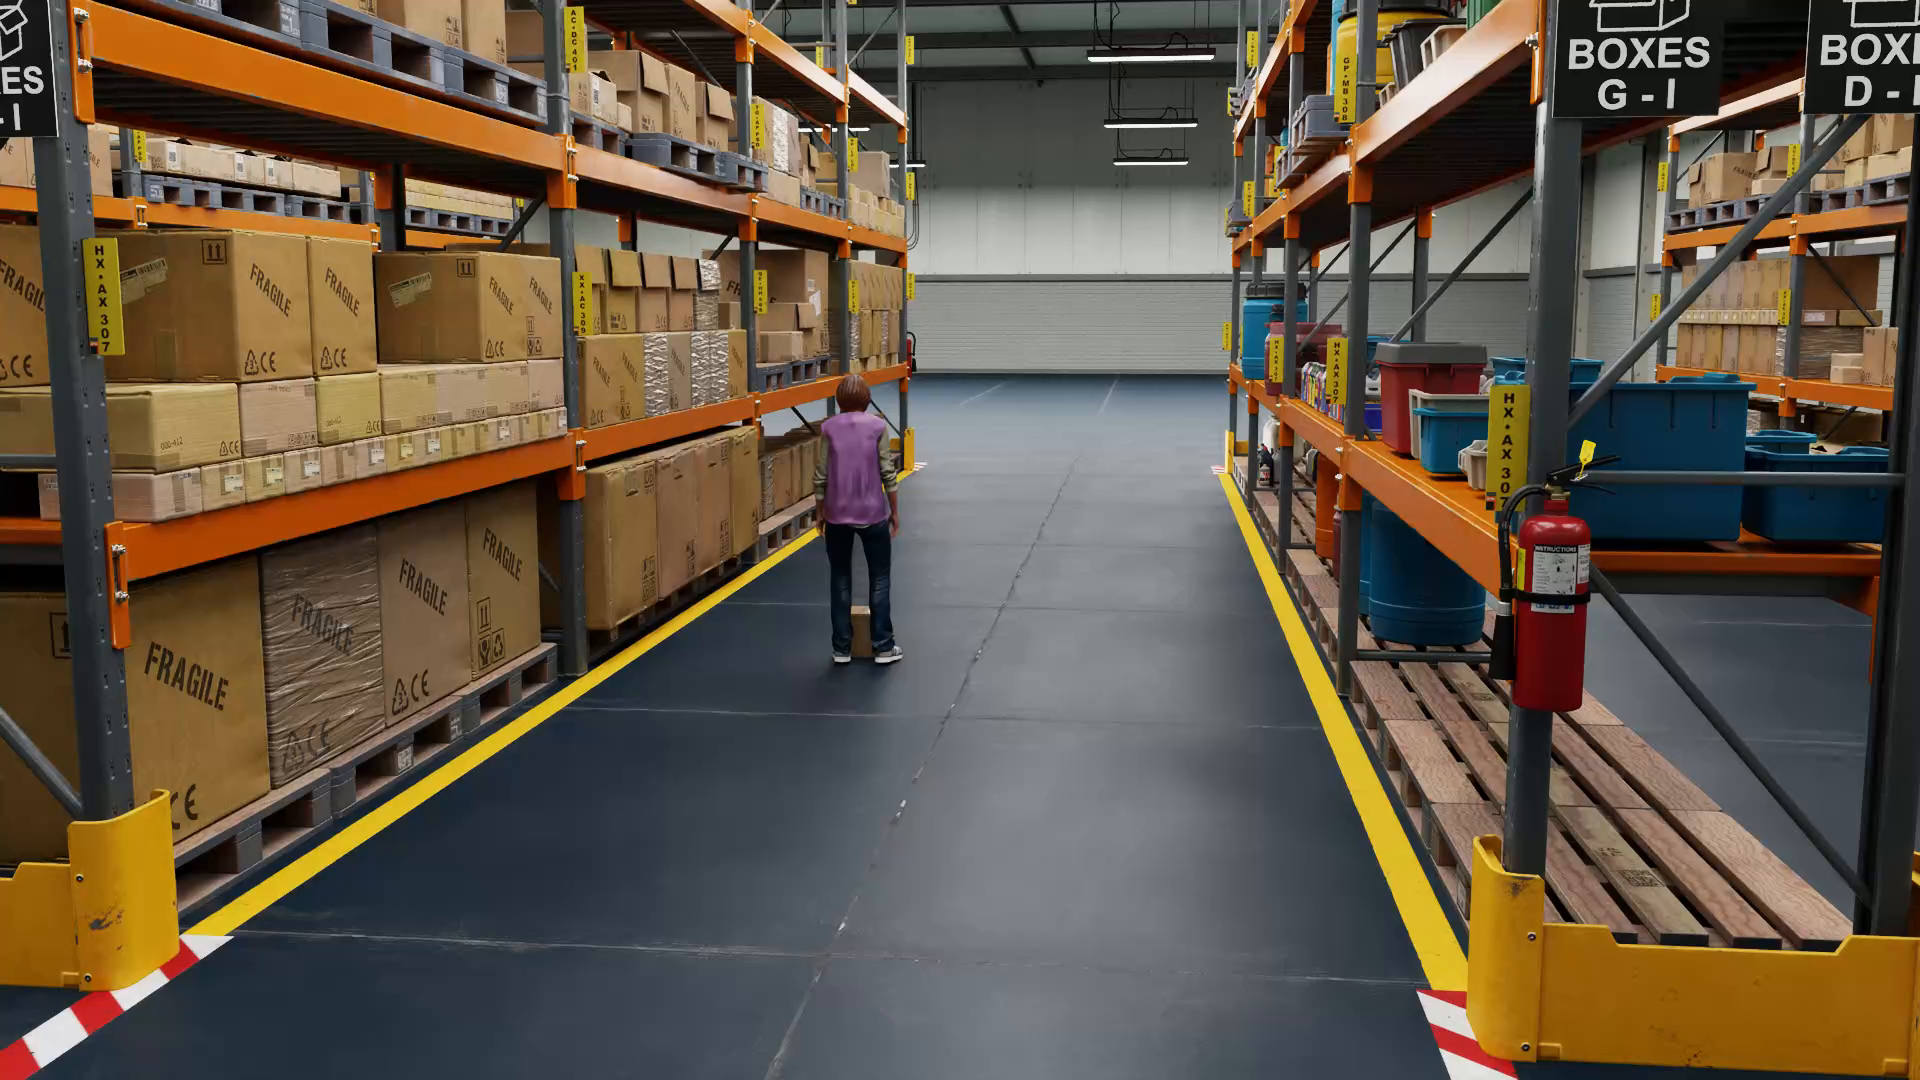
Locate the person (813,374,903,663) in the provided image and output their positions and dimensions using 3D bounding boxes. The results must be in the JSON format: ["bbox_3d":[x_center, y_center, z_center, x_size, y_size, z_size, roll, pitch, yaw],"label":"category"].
[{"bbox_3d":[-0.566,-0.112,9.160,0.476,1.593,0.348,1,8,5],"label":"person"}]
